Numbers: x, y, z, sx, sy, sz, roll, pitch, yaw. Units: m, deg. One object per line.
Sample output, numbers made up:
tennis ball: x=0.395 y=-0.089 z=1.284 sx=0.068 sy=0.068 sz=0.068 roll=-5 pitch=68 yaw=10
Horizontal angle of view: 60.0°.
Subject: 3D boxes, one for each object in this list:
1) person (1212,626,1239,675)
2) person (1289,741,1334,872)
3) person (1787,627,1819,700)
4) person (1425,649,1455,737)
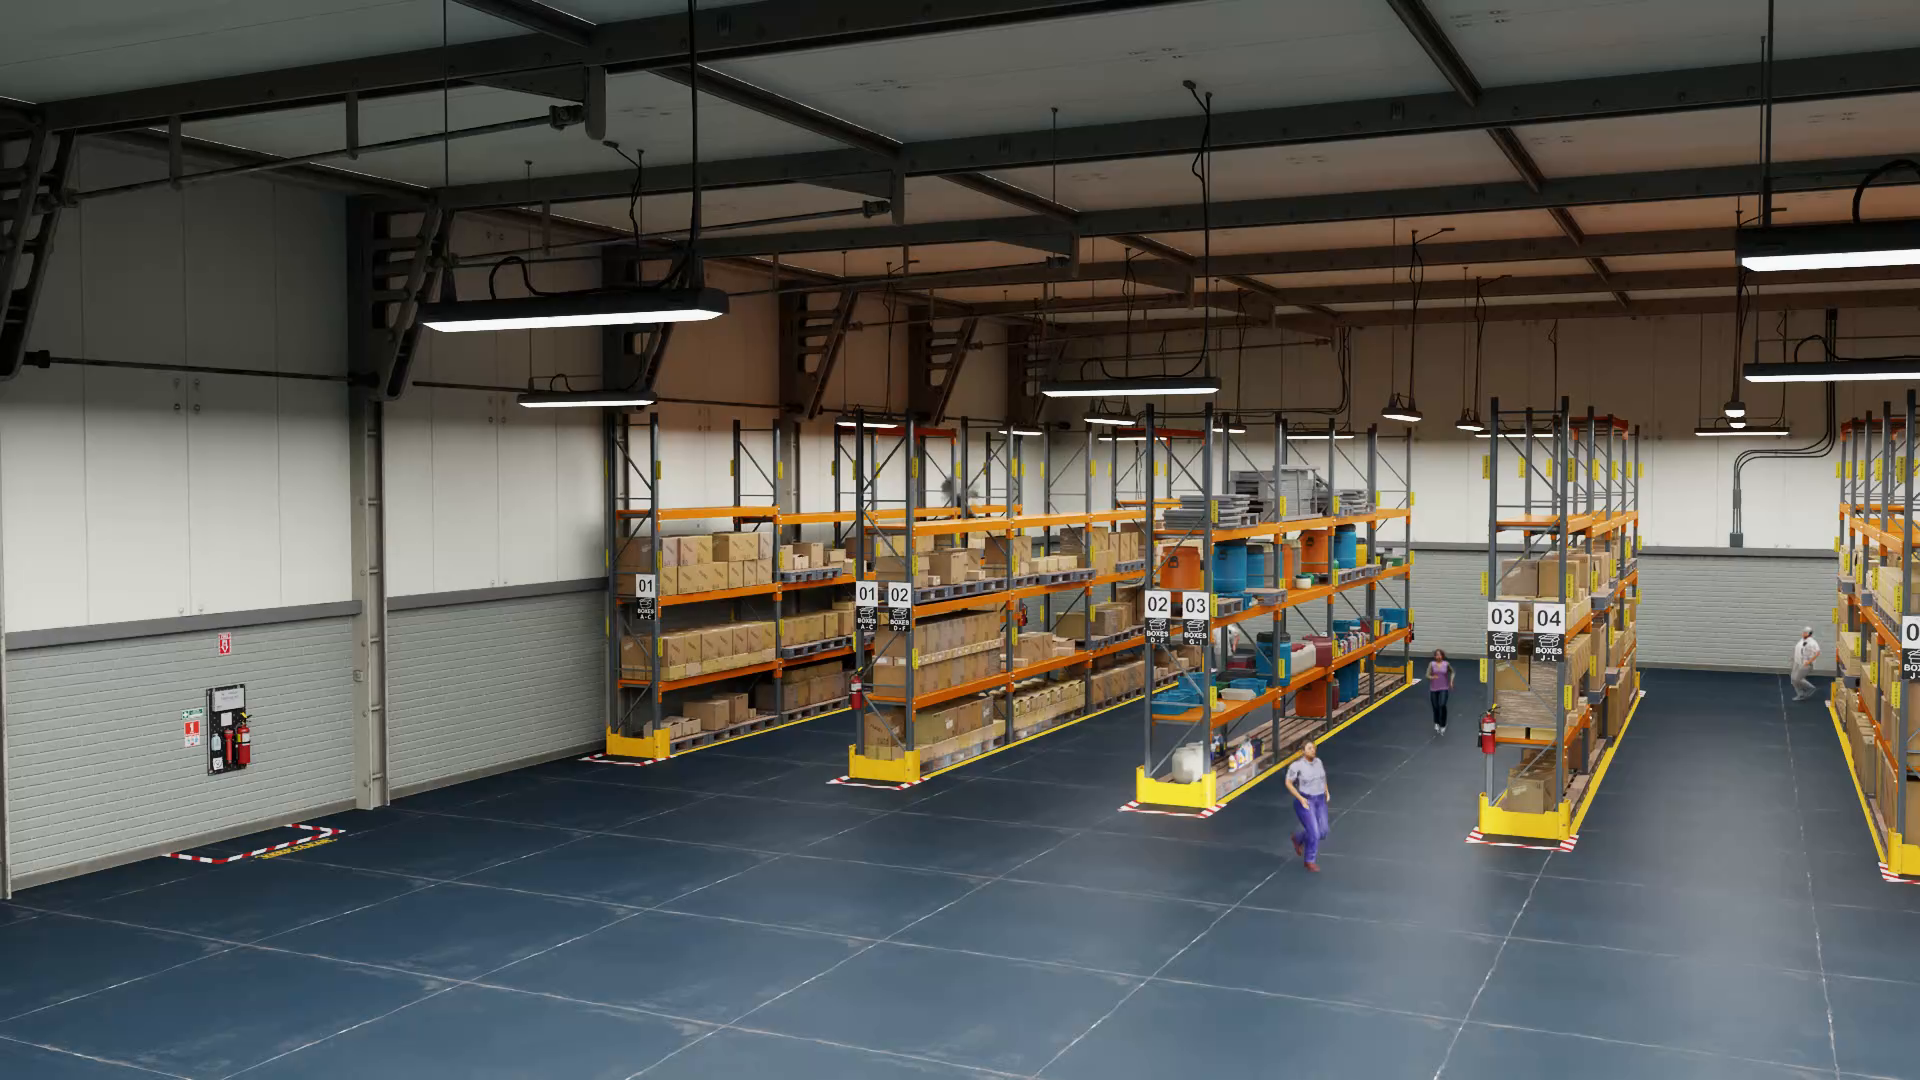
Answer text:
person: x=5.874 y=2.551 z=37.173 sx=0.662 sy=1.796 sz=0.970 roll=1 pitch=3 yaw=19
person: x=4.418 y=3.328 z=20.900 sx=0.604 sy=1.616 sz=0.518 roll=-1 pitch=3 yaw=-30
person: x=18.253 y=2.686 z=36.062 sx=0.502 sy=1.622 sz=0.675 roll=0 pitch=2 yaw=-7
person: x=9.068 y=2.882 z=31.445 sx=0.511 sy=1.631 sz=0.729 roll=1 pitch=3 yaw=22
